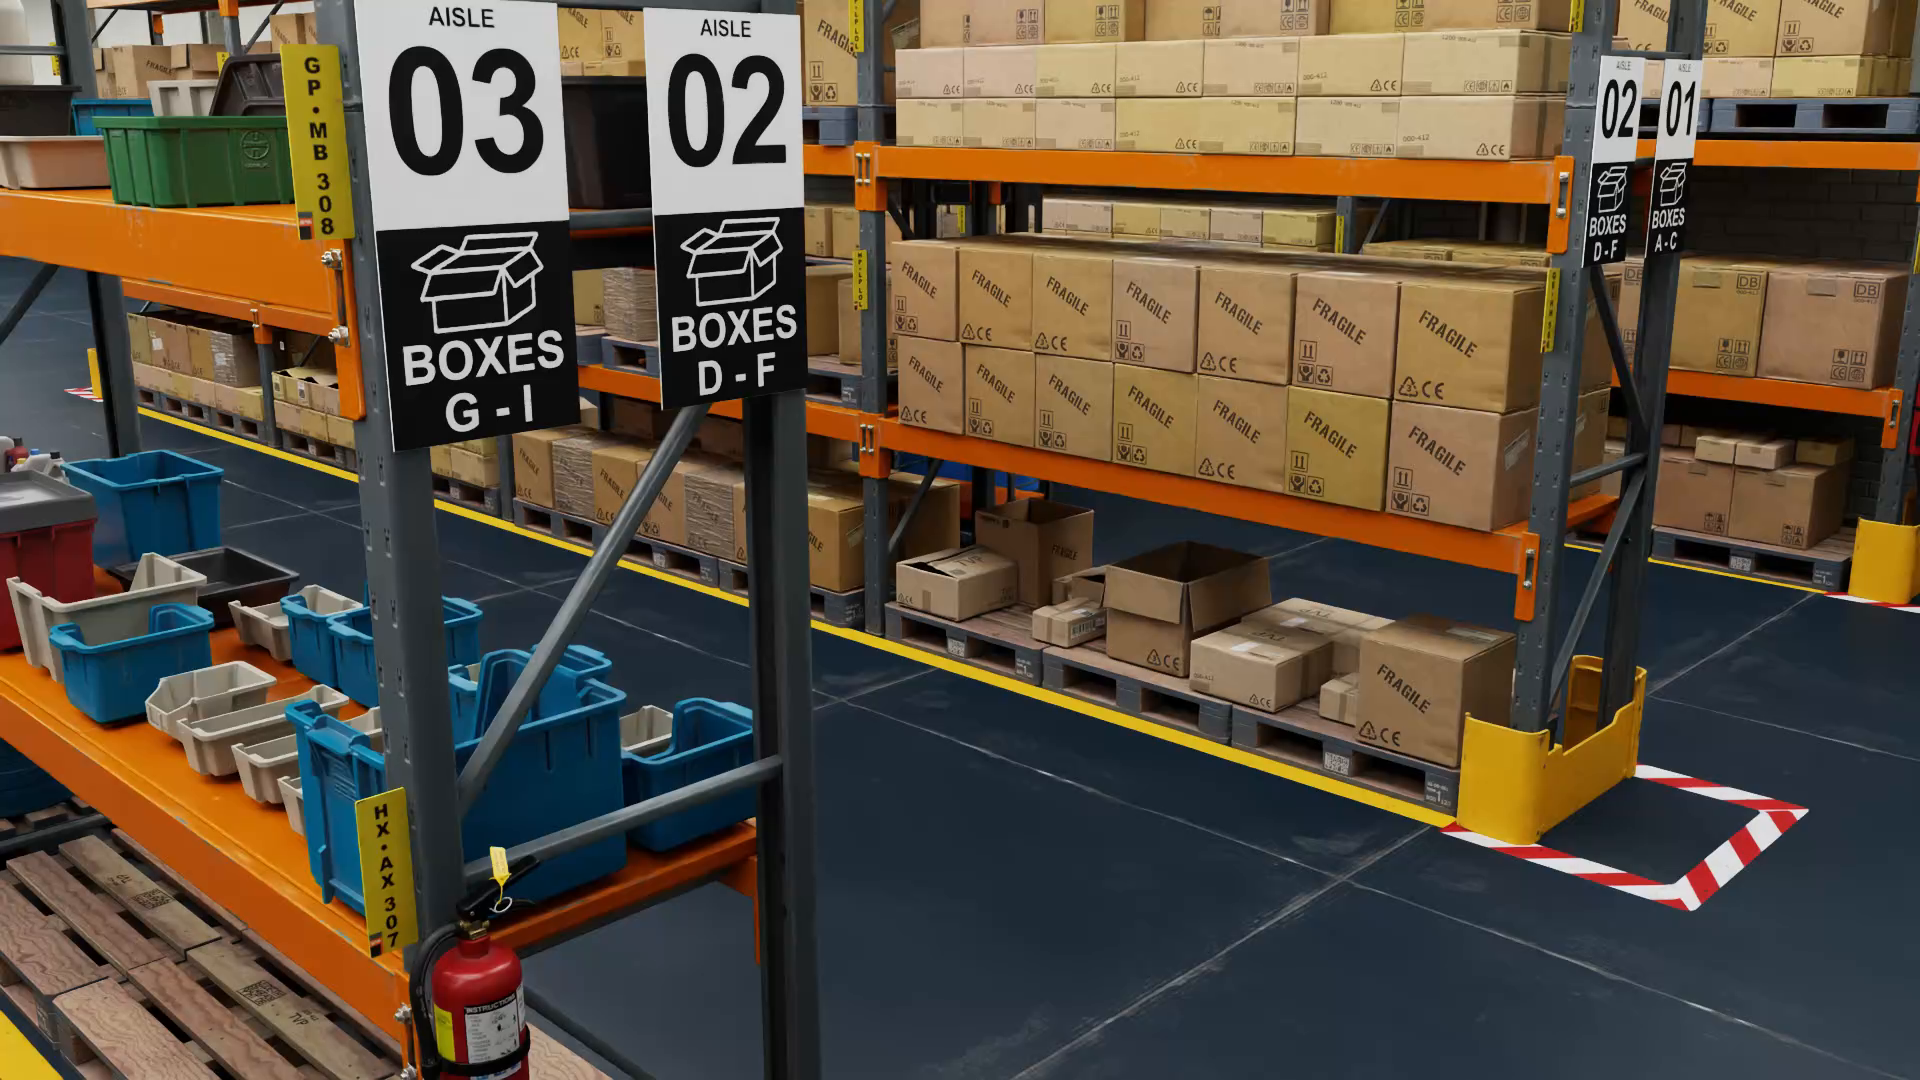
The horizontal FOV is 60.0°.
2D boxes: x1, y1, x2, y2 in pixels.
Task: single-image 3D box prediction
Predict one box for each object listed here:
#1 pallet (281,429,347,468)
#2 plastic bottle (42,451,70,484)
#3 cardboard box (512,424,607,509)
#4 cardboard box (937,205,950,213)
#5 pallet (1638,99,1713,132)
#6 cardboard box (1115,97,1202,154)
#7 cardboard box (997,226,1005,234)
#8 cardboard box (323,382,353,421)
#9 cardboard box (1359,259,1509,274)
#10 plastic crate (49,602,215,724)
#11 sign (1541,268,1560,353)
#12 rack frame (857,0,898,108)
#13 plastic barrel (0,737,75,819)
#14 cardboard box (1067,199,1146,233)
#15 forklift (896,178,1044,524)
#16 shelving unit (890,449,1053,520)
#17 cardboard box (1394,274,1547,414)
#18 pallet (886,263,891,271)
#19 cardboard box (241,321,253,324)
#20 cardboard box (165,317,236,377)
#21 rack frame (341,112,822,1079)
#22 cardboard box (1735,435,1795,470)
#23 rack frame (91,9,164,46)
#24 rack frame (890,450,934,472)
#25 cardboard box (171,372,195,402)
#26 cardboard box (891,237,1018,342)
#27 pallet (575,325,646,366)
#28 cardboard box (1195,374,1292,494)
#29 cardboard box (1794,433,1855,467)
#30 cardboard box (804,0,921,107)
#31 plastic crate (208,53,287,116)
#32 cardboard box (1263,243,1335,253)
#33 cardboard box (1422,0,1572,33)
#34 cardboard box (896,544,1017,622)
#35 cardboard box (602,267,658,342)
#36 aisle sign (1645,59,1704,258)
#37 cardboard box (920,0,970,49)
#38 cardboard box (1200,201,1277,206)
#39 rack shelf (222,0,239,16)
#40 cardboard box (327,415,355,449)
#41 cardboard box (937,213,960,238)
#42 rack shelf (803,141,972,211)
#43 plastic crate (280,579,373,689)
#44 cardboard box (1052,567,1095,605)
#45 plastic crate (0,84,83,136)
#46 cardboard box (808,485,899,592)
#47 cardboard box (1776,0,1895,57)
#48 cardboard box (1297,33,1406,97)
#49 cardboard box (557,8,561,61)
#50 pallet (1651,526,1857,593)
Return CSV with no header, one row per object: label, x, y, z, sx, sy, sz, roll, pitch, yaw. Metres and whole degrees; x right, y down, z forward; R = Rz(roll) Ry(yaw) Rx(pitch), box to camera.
pallet,-5.372,-0.910,15.006,1.213,0.211,1.003,14,20,42
plastic bottle,-3.669,-0.186,6.797,0.185,0.351,0.144,14,20,42
cardboard box,-2.920,-0.553,12.191,0.500,0.500,0.500,-13,20,-42
cardboard box,-0.125,-3.265,16.156,0.250,0.149,0.380,10,17,33
pallet,4.721,-2.931,11.459,1.213,0.211,1.003,14,20,42
cardboard box,1.086,-1.967,7.882,0.500,0.250,0.500,14,20,42
cardboard box,0.558,-2.652,15.332,0.500,0.500,0.500,-14,20,-43
cardboard box,-5.074,-1.229,14.208,0.500,0.311,0.500,13,19,40
cardboard box,2.191,-1.029,7.751,0.500,0.500,0.500,14,20,43
plastic crate,-2.388,0.356,4.829,0.300,0.233,0.416,14,20,42
sign,2.310,-0.897,6.503,0.005,0.325,0.100,14,20,42
rack frame,-0.170,-3.884,8.993,0.127,3.000,1.000,14,20,42
plastic barrel,-3.991,0.631,6.890,0.708,0.901,0.600,14,20,42
cardboard box,1.284,-2.839,14.564,0.500,0.250,0.500,14,20,43
forklift,0.100,-1.848,13.213,1.130,2.935,3.031,0,15,2
shelving unit,0.063,-0.454,11.445,1.048,1.125,0.538,11,18,35
cardboard box,2.198,-0.841,7.031,0.500,0.500,0.500,13,20,42
pallet,-0.201,-2.594,16.318,1.003,0.211,1.213,14,20,42
cardboard box,-6.766,-1.930,16.523,0.500,0.500,0.500,14,20,42
cardboard box,-7.499,-1.920,16.484,0.500,0.500,0.500,14,20,42
rack frame,-0.731,0.617,3.614,0.127,3.000,1.000,14,20,42
cardboard box,5.353,-0.582,11.056,0.250,0.149,0.380,13,20,42
rack frame,-8.809,-5.984,17.053,0.127,3.000,1.000,14,20,42
rack frame,-0.346,-0.531,11.737,0.032,1.125,0.500,11,18,35
cardboard box,-7.498,-1.557,16.579,0.500,0.250,0.500,14,20,42
cardboard box,-0.026,-1.380,9.098,0.500,0.500,0.500,-14,20,-43
pallet,-2.513,-1.483,12.054,1.003,0.211,1.213,14,20,42
cardboard box,1.467,-0.537,7.846,0.500,0.500,0.500,14,20,43
cardboard box,5.801,-0.607,11.152,0.250,0.149,0.380,14,20,43
cardboard box,-0.482,-2.834,9.682,0.600,0.600,0.600,11,18,37
plastic crate,-1.640,-1.122,4.461,0.767,0.338,0.504,14,20,42
cardboard box,2.758,-2.118,13.284,0.500,0.500,0.500,13,20,41
cardboard box,2.328,-2.352,6.879,0.500,0.500,0.700,14,20,42
cardboard box,-0.018,0.220,9.600,0.500,0.311,0.500,14,20,42
cardboard box,-1.992,-1.648,11.278,0.700,0.500,0.500,-10,18,-34
aisle sign,2.962,-1.581,6.893,0.004,0.787,0.394,14,20,42
cardboard box,0.206,-2.887,8.932,0.500,0.500,0.700,14,20,42
cardboard box,2.370,-2.751,14.226,0.500,0.250,0.500,13,19,40
rack shelf,-4.489,-4.393,13.164,4.000,0.370,1.077,14,20,42
cardboard box,-5.069,-0.959,14.282,0.500,0.250,0.500,13,19,41
cardboard box,0.041,-2.923,16.130,0.500,0.500,0.700,11,18,36
rack shelf,-1.610,-2.435,10.805,4.000,0.370,1.077,14,20,42
plastic crate,-1.845,0.283,5.109,0.300,0.233,0.416,14,20,42
cardboard box,0.748,0.288,9.658,0.250,0.149,0.380,14,20,42
plastic crate,-2.907,-1.204,4.914,0.590,0.269,0.497,14,20,42
cardboard box,-0.724,-0.019,10.141,0.500,0.500,0.500,14,20,42
cardboard box,5.429,-3.253,10.298,0.500,0.500,0.500,14,20,42
cardboard box,1.802,-2.033,7.143,0.500,0.250,0.500,14,20,42
cardboard box,-2.740,-3.588,11.621,0.500,0.500,0.500,14,20,42
pallet,5.515,0.043,11.350,1.213,0.211,1.003,14,20,42
